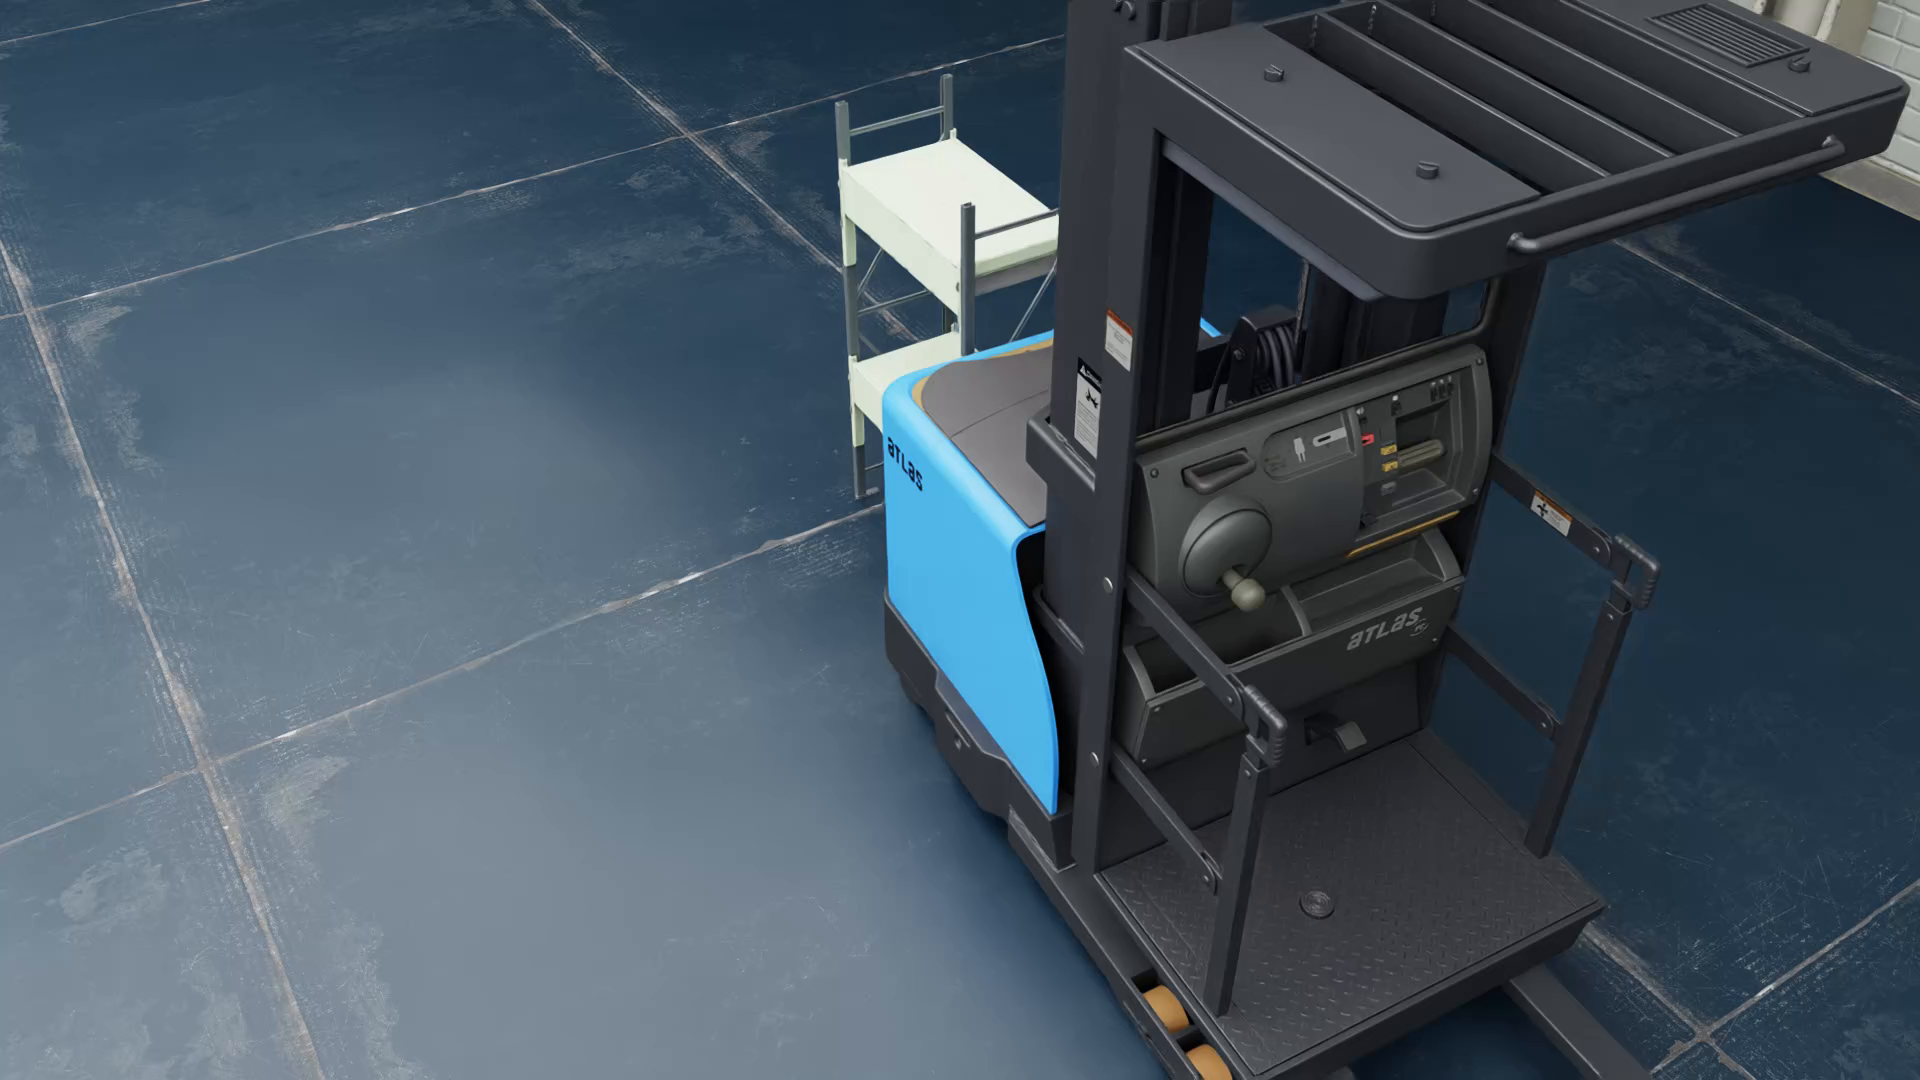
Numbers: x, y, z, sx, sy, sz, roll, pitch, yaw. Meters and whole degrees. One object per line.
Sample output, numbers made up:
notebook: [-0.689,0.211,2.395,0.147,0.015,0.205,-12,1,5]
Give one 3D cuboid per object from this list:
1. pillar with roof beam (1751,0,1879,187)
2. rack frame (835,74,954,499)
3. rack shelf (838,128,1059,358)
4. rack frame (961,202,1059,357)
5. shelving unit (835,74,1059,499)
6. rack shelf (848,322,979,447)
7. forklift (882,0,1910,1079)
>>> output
pillar with roof beam: [0.178,-3.772,3.248,9.100,9.000,0.400,-22,45,-24]
rack frame: [-0.197,-0.792,5.529,0.400,1.500,0.023,-21,44,-23]
rack shelf: [-0.009,-0.891,5.038,0.431,0.370,0.720,-21,44,-23]
rack frame: [0.179,-0.390,5.047,0.400,1.500,0.023,-21,44,-23]
shelving unit: [-0.009,-0.591,5.288,0.431,1.500,0.755,-21,44,-23]
rack shelf: [-0.009,-0.341,5.497,0.431,0.370,0.720,-21,44,-23]
forklift: [0.906,-0.059,3.531,1.130,2.935,3.031,-19,43,-21]
